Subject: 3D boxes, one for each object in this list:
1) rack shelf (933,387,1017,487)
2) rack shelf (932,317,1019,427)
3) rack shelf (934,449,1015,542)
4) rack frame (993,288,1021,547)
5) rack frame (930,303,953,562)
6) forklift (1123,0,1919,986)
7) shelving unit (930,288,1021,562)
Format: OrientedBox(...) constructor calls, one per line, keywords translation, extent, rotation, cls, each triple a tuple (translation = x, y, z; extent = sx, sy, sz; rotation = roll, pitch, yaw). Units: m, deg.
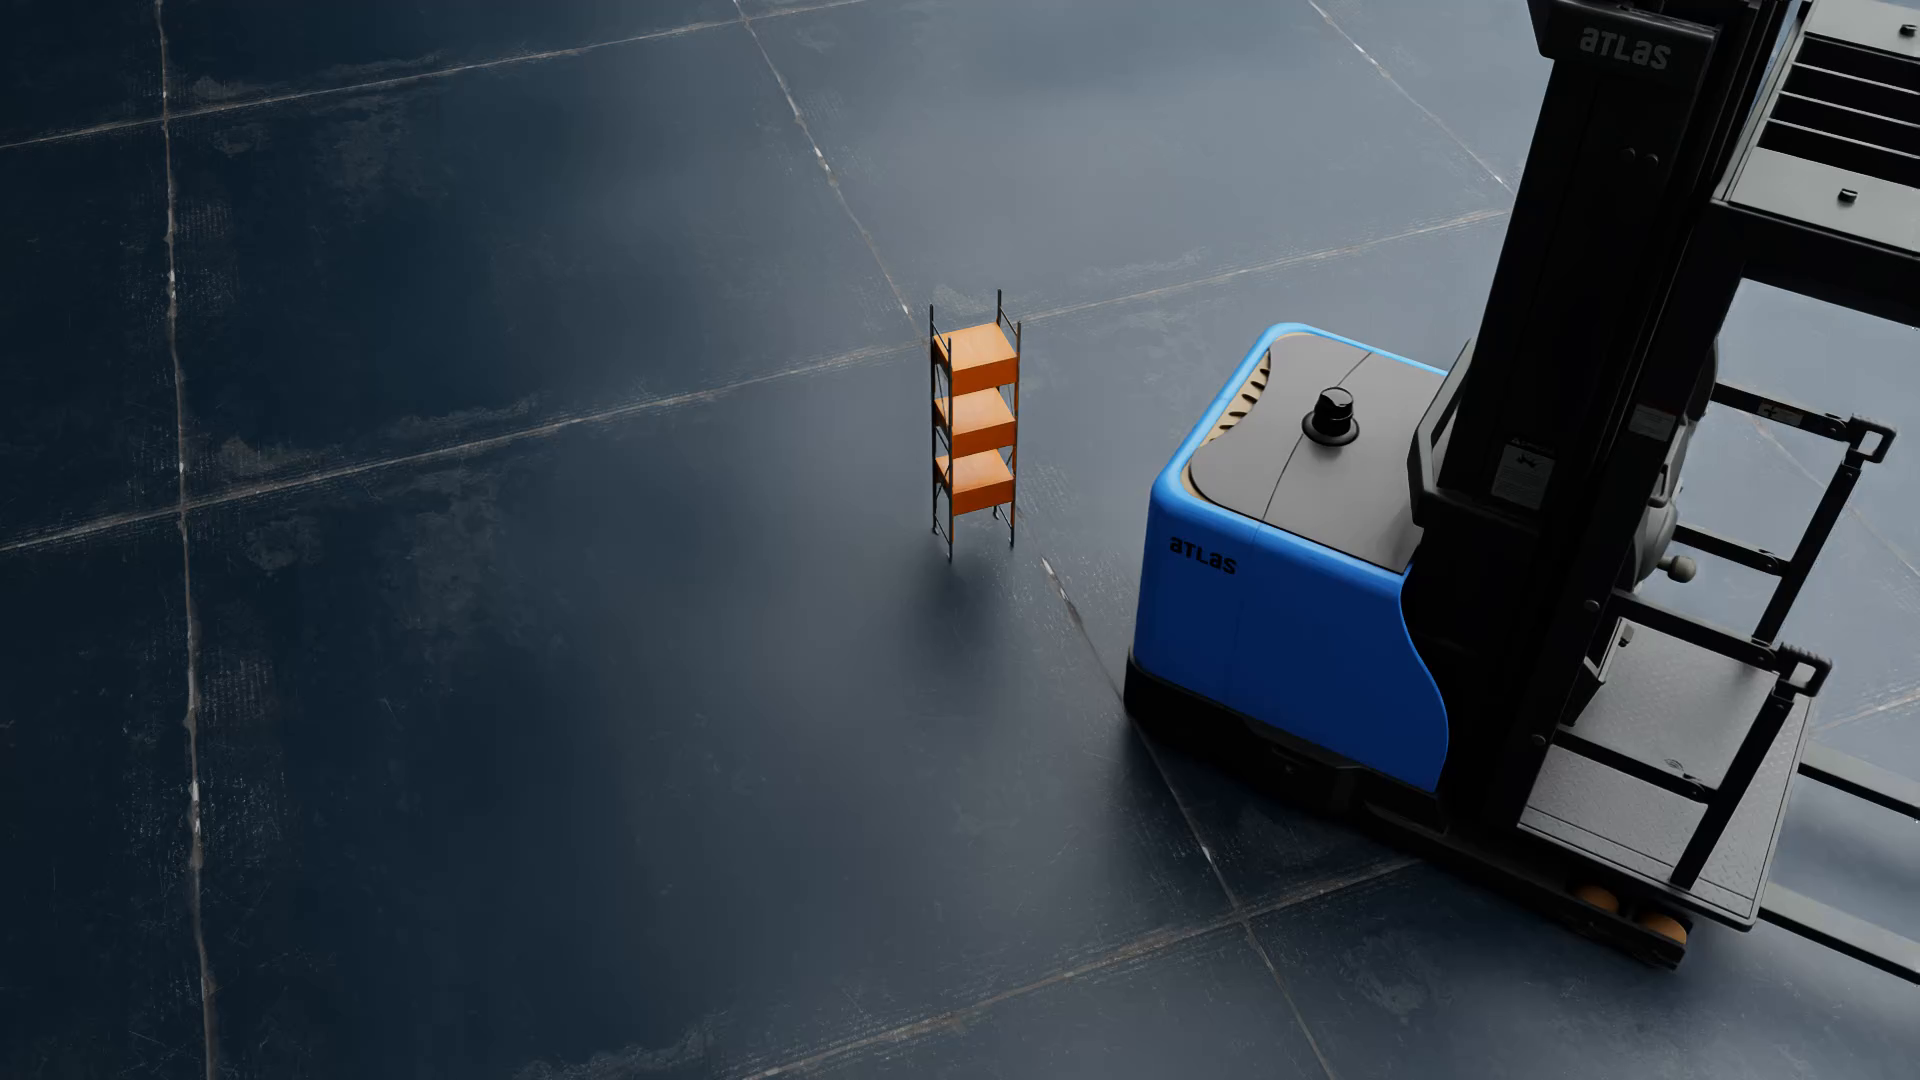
OrientedBox(translation=(0.050, -0.376, 5.898), extent=(0.240, 0.259, 0.215), rotation=(-14, 47, -14), cls="rack shelf")
OrientedBox(translation=(0.050, -0.576, 5.697), extent=(0.240, 0.259, 0.215), rotation=(-14, 47, -14), cls="rack shelf")
OrientedBox(translation=(0.050, -0.180, 6.095), extent=(0.240, 0.259, 0.215), rotation=(-14, 47, -14), cls="rack shelf")
OrientedBox(translation=(0.165, -0.413, 5.920), extent=(0.008, 1.050, 0.200), rotation=(-14, 47, -14), cls="rack frame")
OrientedBox(translation=(-0.064, -0.354, 5.862), extent=(0.008, 1.050, 0.200), rotation=(-14, 47, -14), cls="rack frame")
OrientedBox(translation=(2.084, -0.196, 4.376), extent=(3.031, 2.935, 1.130), rotation=(22, 49, 21), cls="forklift")
OrientedBox(translation=(0.050, -0.383, 5.891), extent=(0.252, 1.050, 0.215), rotation=(-14, 47, -14), cls="shelving unit")
